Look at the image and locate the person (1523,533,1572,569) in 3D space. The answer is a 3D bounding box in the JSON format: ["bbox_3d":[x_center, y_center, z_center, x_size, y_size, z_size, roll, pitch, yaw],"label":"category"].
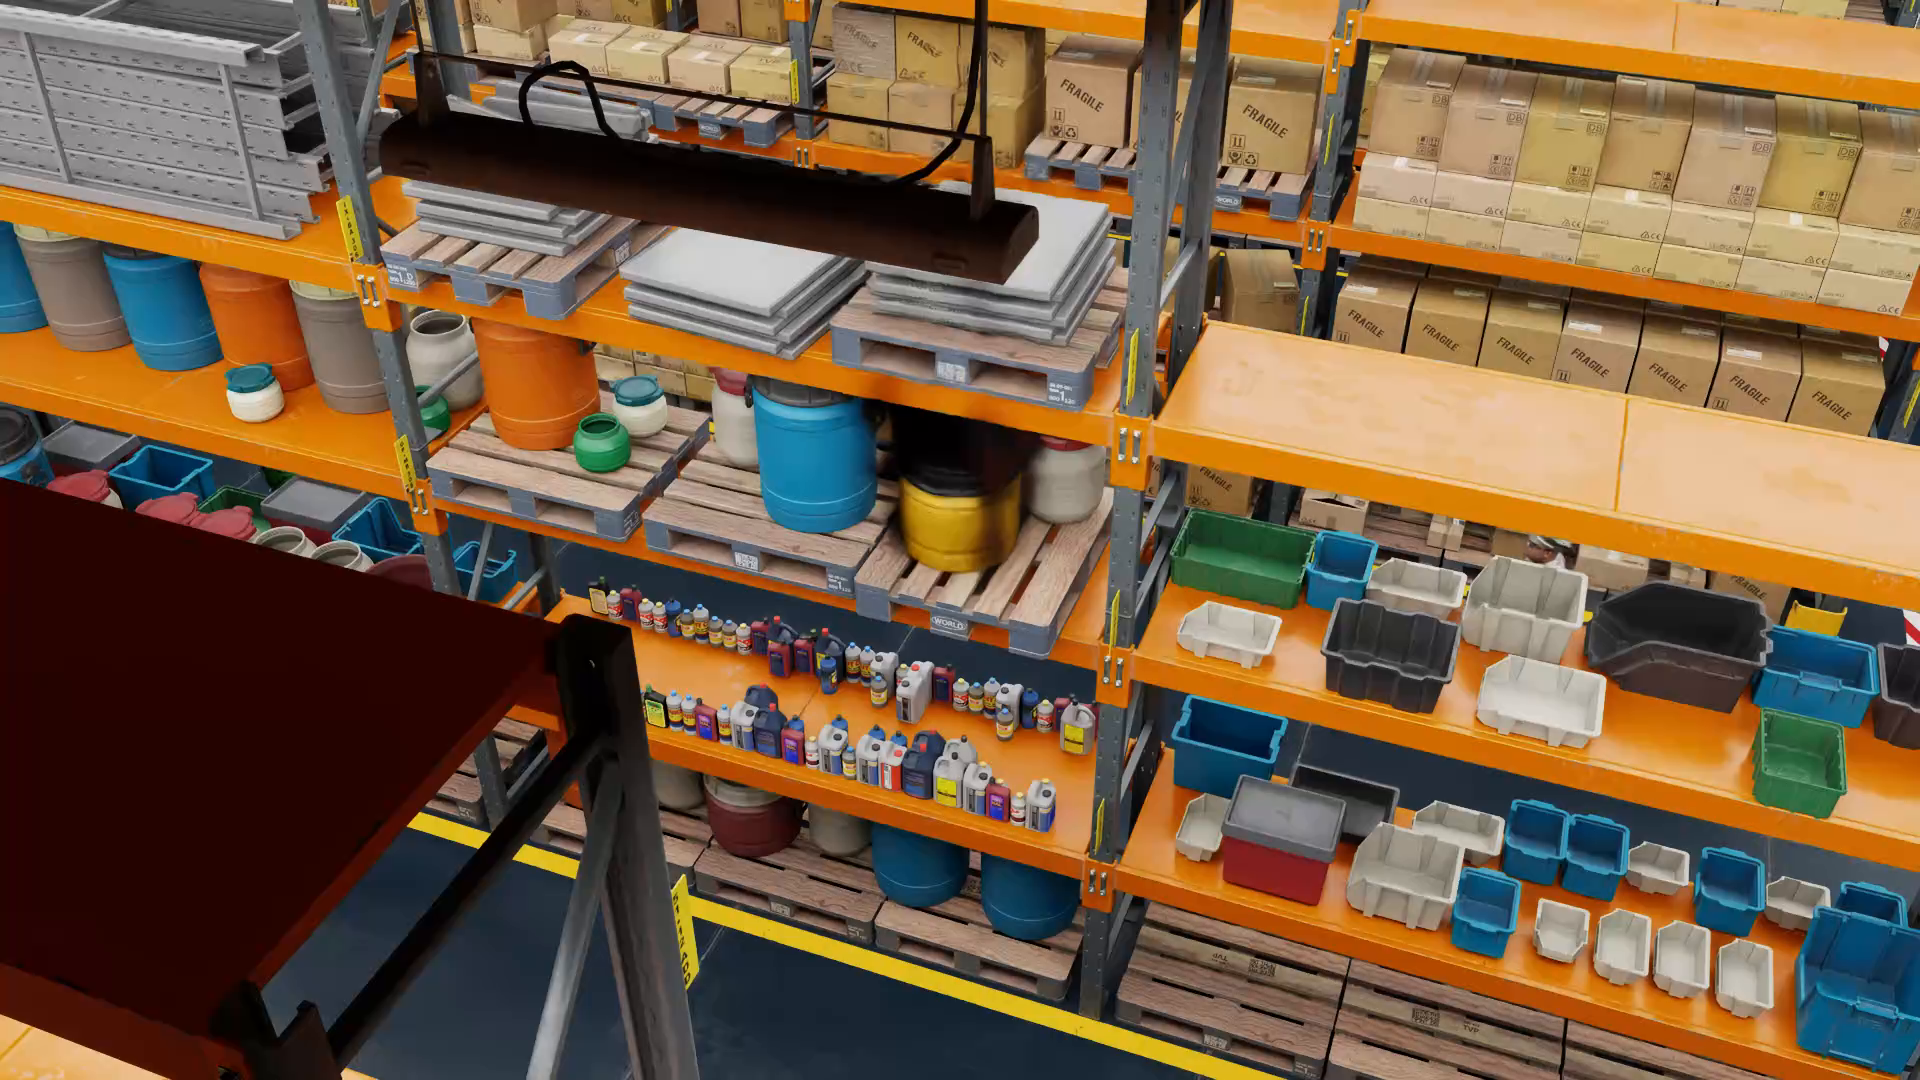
[{"bbox_3d":[3.788,0.582,11.163,0.633,1.730,0.655,5,37,7],"label":"person"}]

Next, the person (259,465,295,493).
[{"bbox_3d":[-5.252,-0.656,12.796,0.798,1.851,0.618,14,39,19],"label":"person"}]
